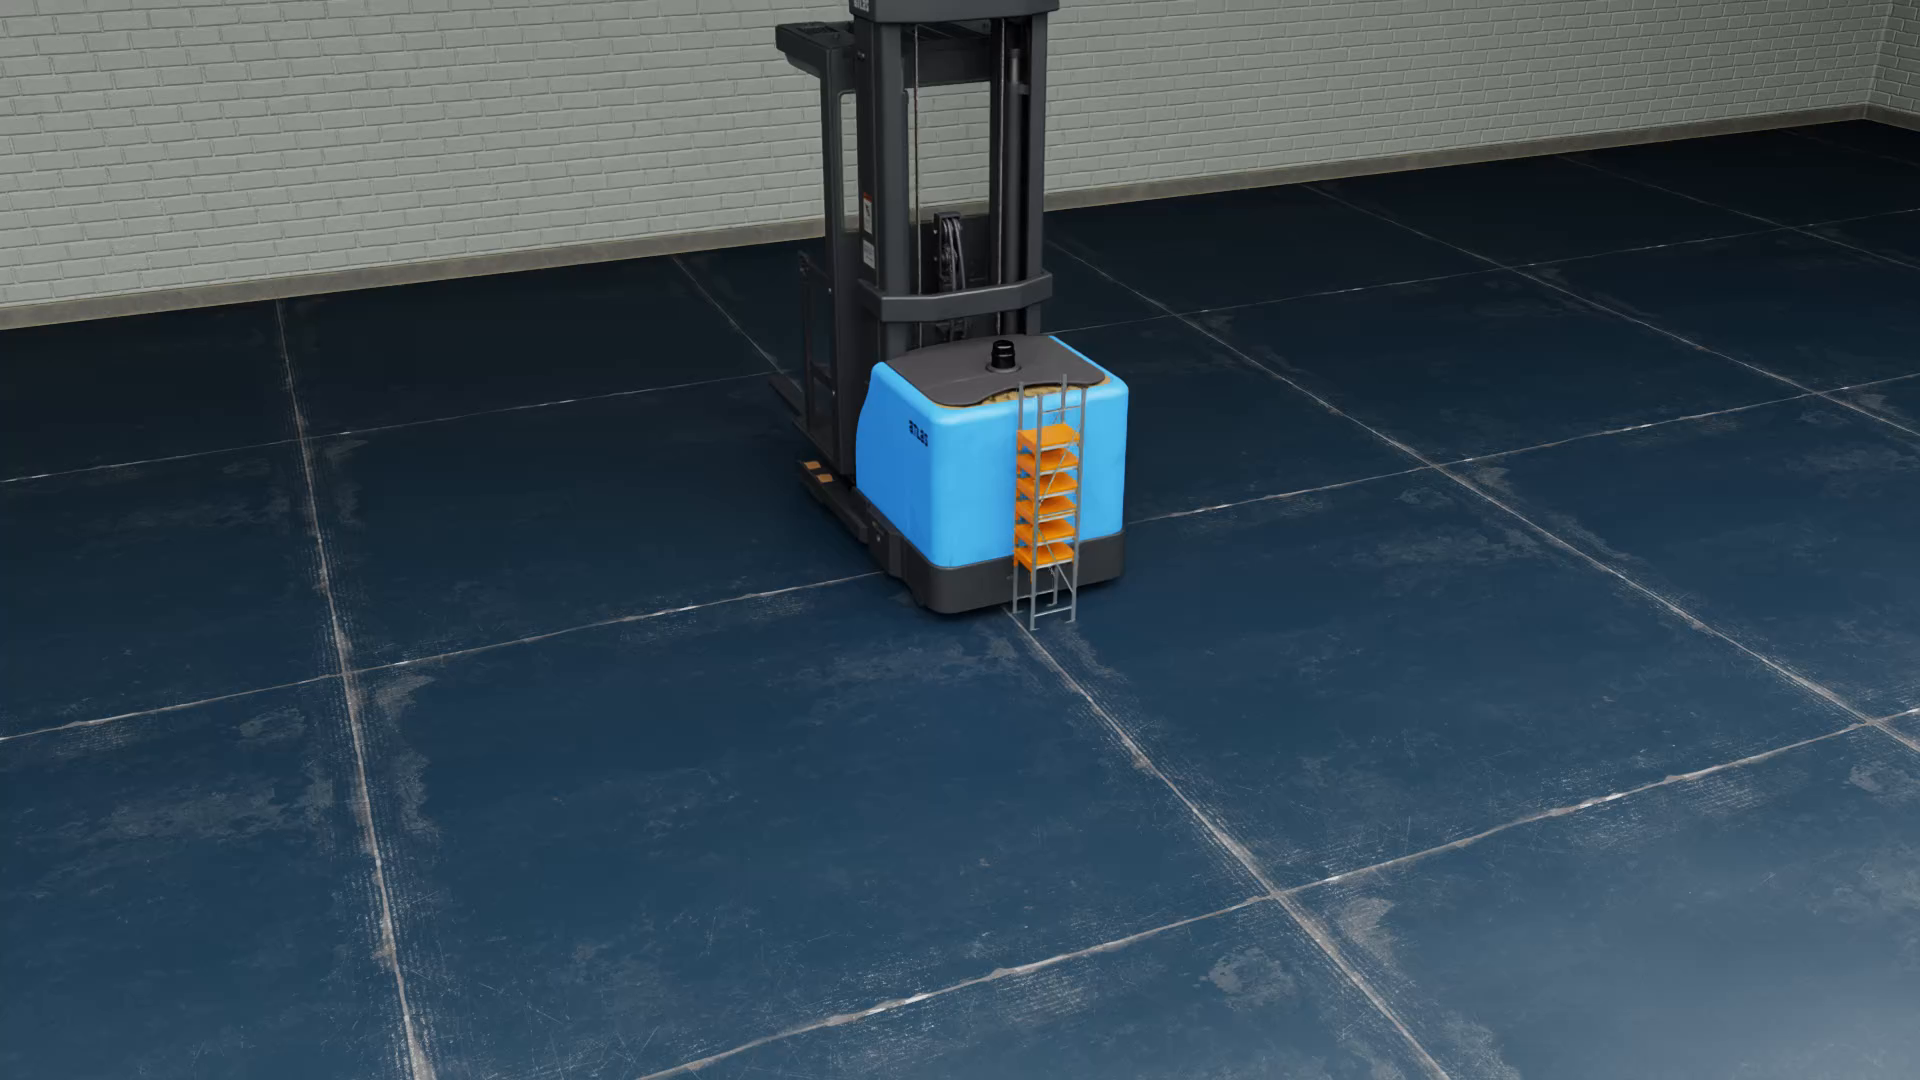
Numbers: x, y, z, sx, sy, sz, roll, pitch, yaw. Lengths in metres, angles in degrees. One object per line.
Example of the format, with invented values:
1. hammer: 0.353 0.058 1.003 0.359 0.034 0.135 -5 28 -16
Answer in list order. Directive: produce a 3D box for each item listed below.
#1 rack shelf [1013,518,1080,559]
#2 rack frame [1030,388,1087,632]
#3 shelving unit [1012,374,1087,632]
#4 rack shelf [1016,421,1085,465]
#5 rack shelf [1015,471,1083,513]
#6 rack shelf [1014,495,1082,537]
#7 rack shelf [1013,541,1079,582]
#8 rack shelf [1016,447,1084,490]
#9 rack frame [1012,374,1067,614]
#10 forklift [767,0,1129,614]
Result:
1. rack shelf: 0.406 -0.015 7.781 0.258 0.103 0.180 -12 30 -22
2. rack frame: 0.447 -0.122 7.632 0.240 1.200 0.006 -12 30 -22
3. shelving unit: 0.408 -0.161 7.706 0.258 1.200 0.189 -12 30 -22
4. rack shelf: 0.411 -0.441 7.561 0.258 0.103 0.180 -12 30 -22
5. rack shelf: 0.409 -0.228 7.671 0.258 0.103 0.180 -12 30 -22
6. rack shelf: 0.407 -0.121 7.726 0.258 0.103 0.180 -12 30 -22
7. rack shelf: 0.405 0.092 7.837 0.258 0.103 0.180 -12 30 -22
8. rack shelf: 0.410 -0.334 7.616 0.258 0.103 0.180 -12 30 -22
9. rack frame: 0.369 -0.199 7.779 0.240 1.200 0.006 -12 30 -22
10. forklift: -0.260 -1.588 8.661 1.130 2.935 3.031 -11 28 -22
